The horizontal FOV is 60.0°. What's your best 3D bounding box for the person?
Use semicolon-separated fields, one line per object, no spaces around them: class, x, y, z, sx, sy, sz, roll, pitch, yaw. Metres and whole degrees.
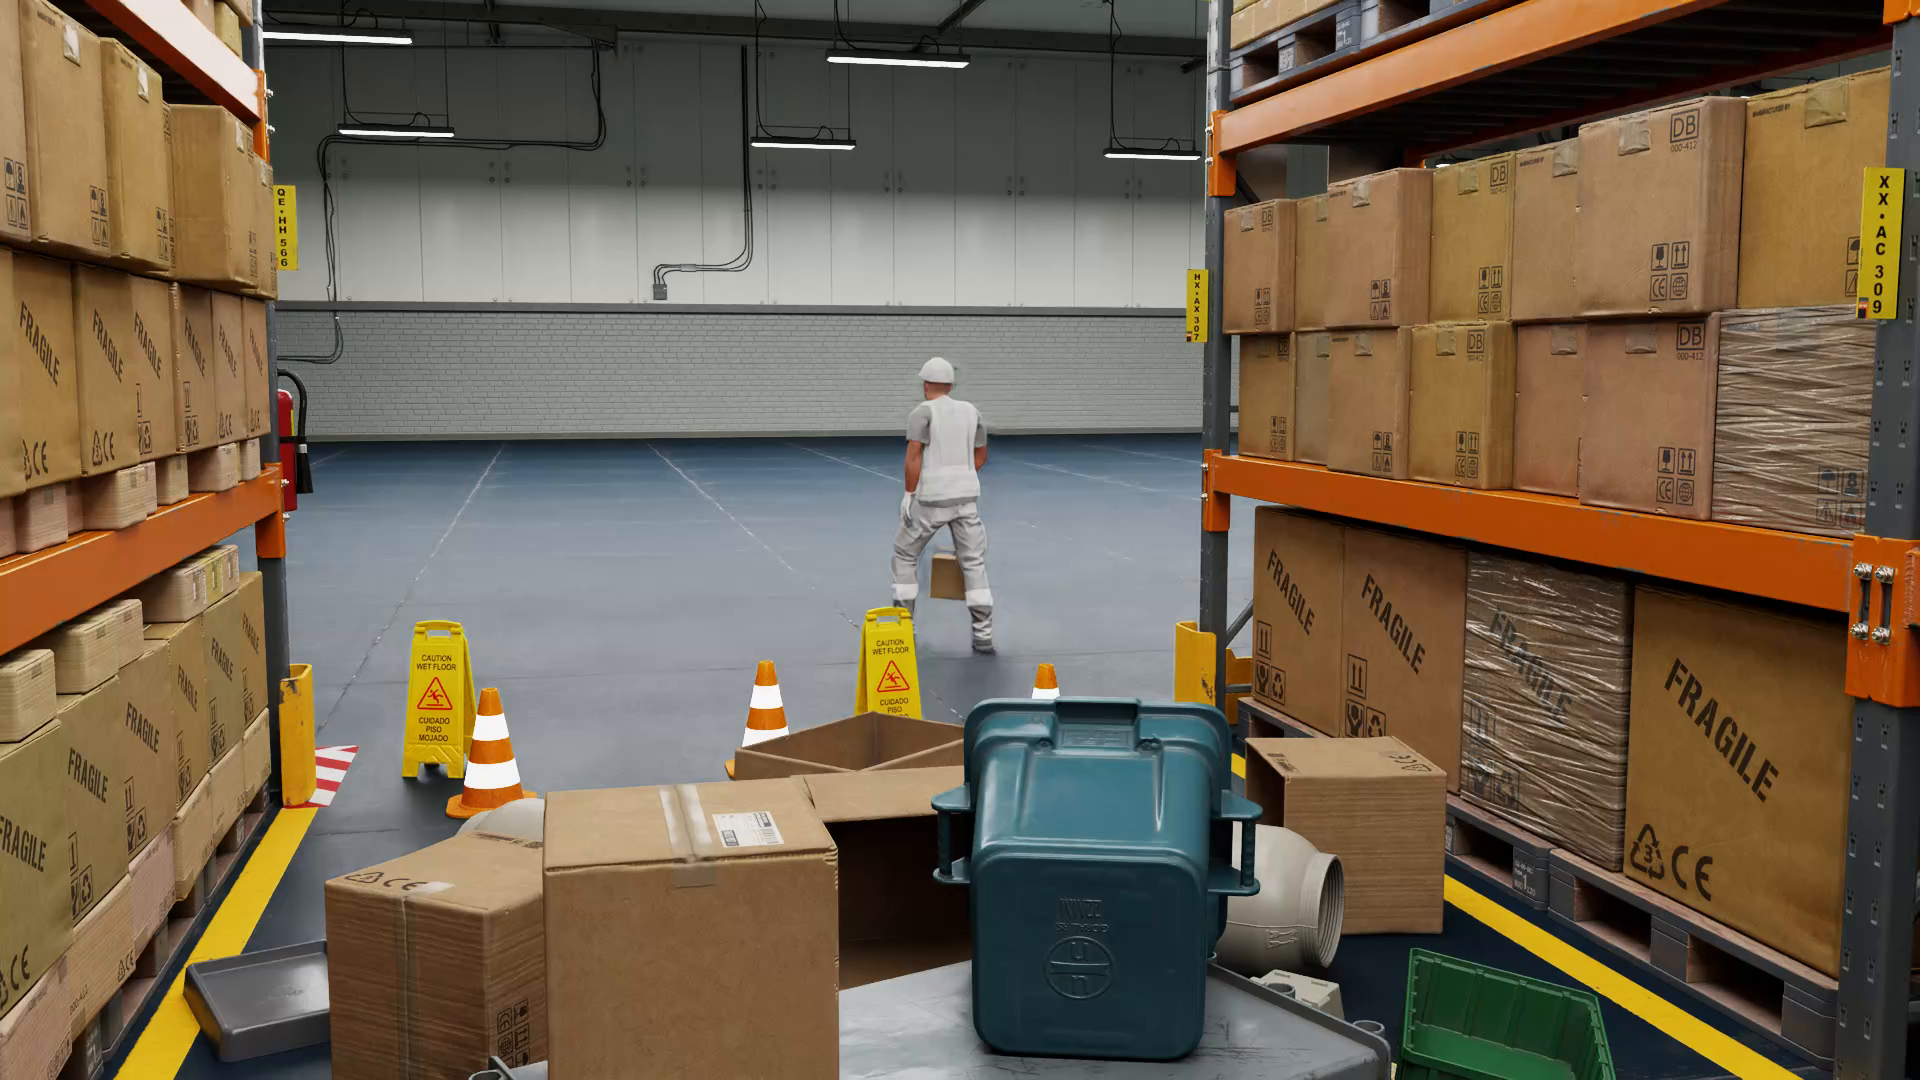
person;-0.111;-0.228;10.072;0.635;1.746;0.741;-3;7;-28
